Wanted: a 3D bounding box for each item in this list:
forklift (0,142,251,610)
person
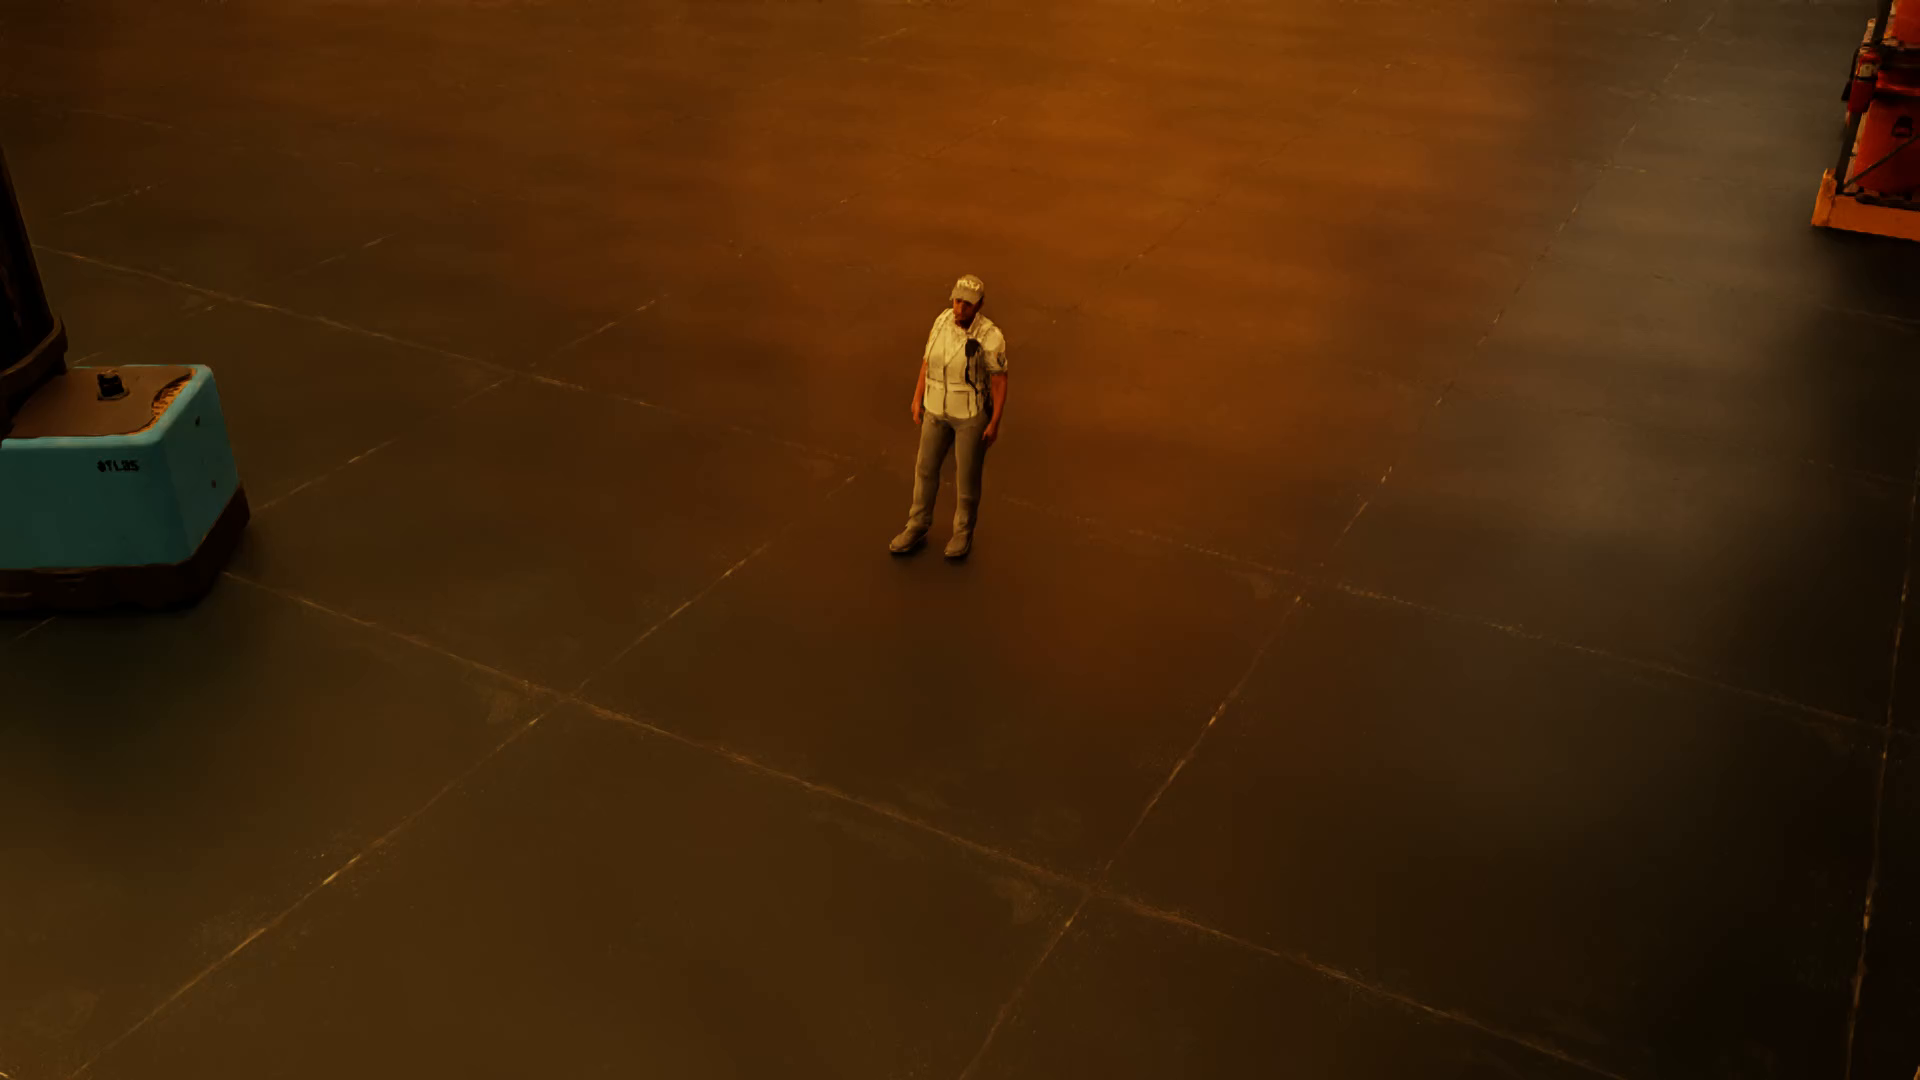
[{"bbox_3d":[-5.793,-1.082,8.945,3.031,2.935,1.130,-2,30,-3],"label":"forklift"},{"bbox_3d":[-0.057,-0.700,9.534,0.598,1.669,0.529,15,33,25],"label":"person"}]
